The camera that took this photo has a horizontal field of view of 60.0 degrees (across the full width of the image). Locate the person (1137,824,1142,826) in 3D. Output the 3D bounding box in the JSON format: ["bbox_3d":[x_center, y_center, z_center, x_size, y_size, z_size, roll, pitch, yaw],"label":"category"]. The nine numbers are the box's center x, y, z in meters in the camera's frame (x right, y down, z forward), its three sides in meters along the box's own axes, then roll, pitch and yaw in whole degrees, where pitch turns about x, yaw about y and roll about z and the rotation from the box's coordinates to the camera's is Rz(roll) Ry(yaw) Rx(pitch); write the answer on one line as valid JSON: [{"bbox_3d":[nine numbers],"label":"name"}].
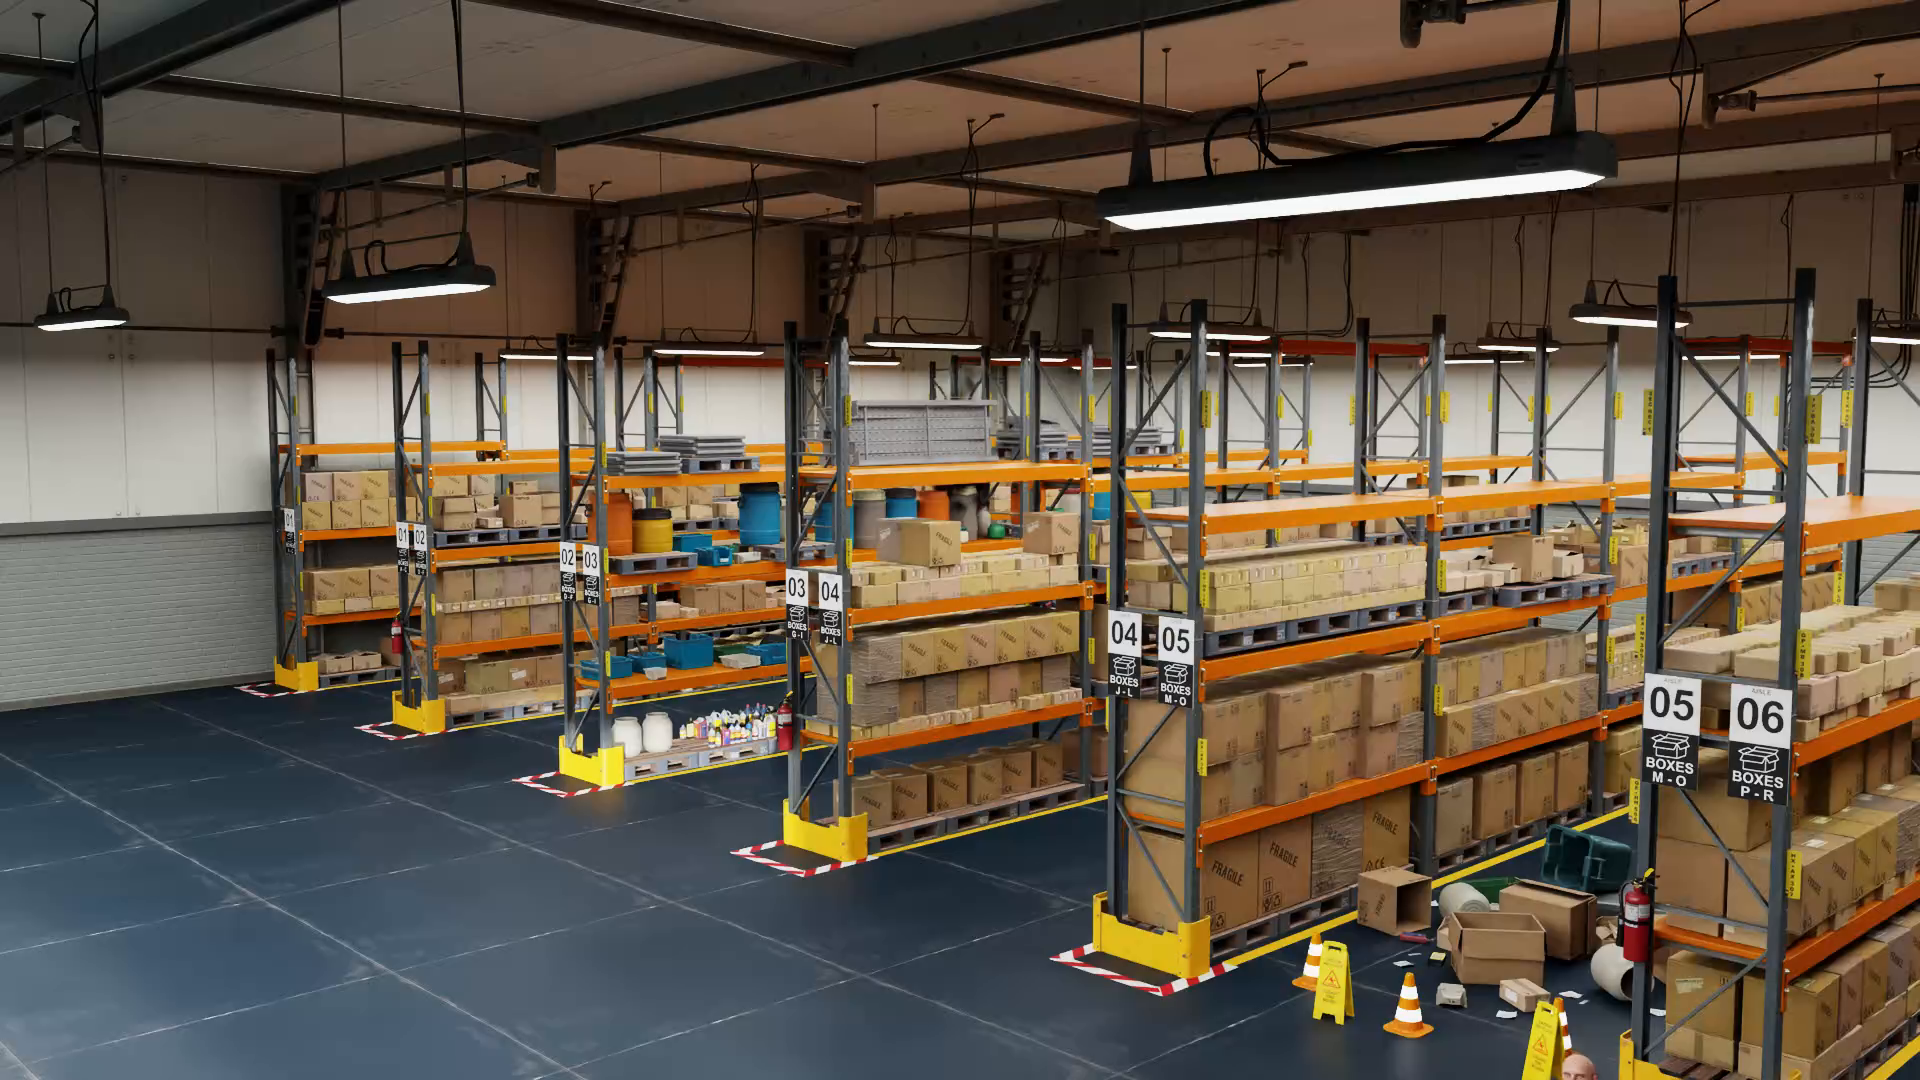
[{"bbox_3d":[2.334,2.695,19.307,0.579,1.663,1.019,4,6,37],"label":"person"}]

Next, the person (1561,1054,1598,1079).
[{"bbox_3d":[3.300,3.546,8.782,0.669,1.694,0.845,3,6,31],"label":"person"}]
